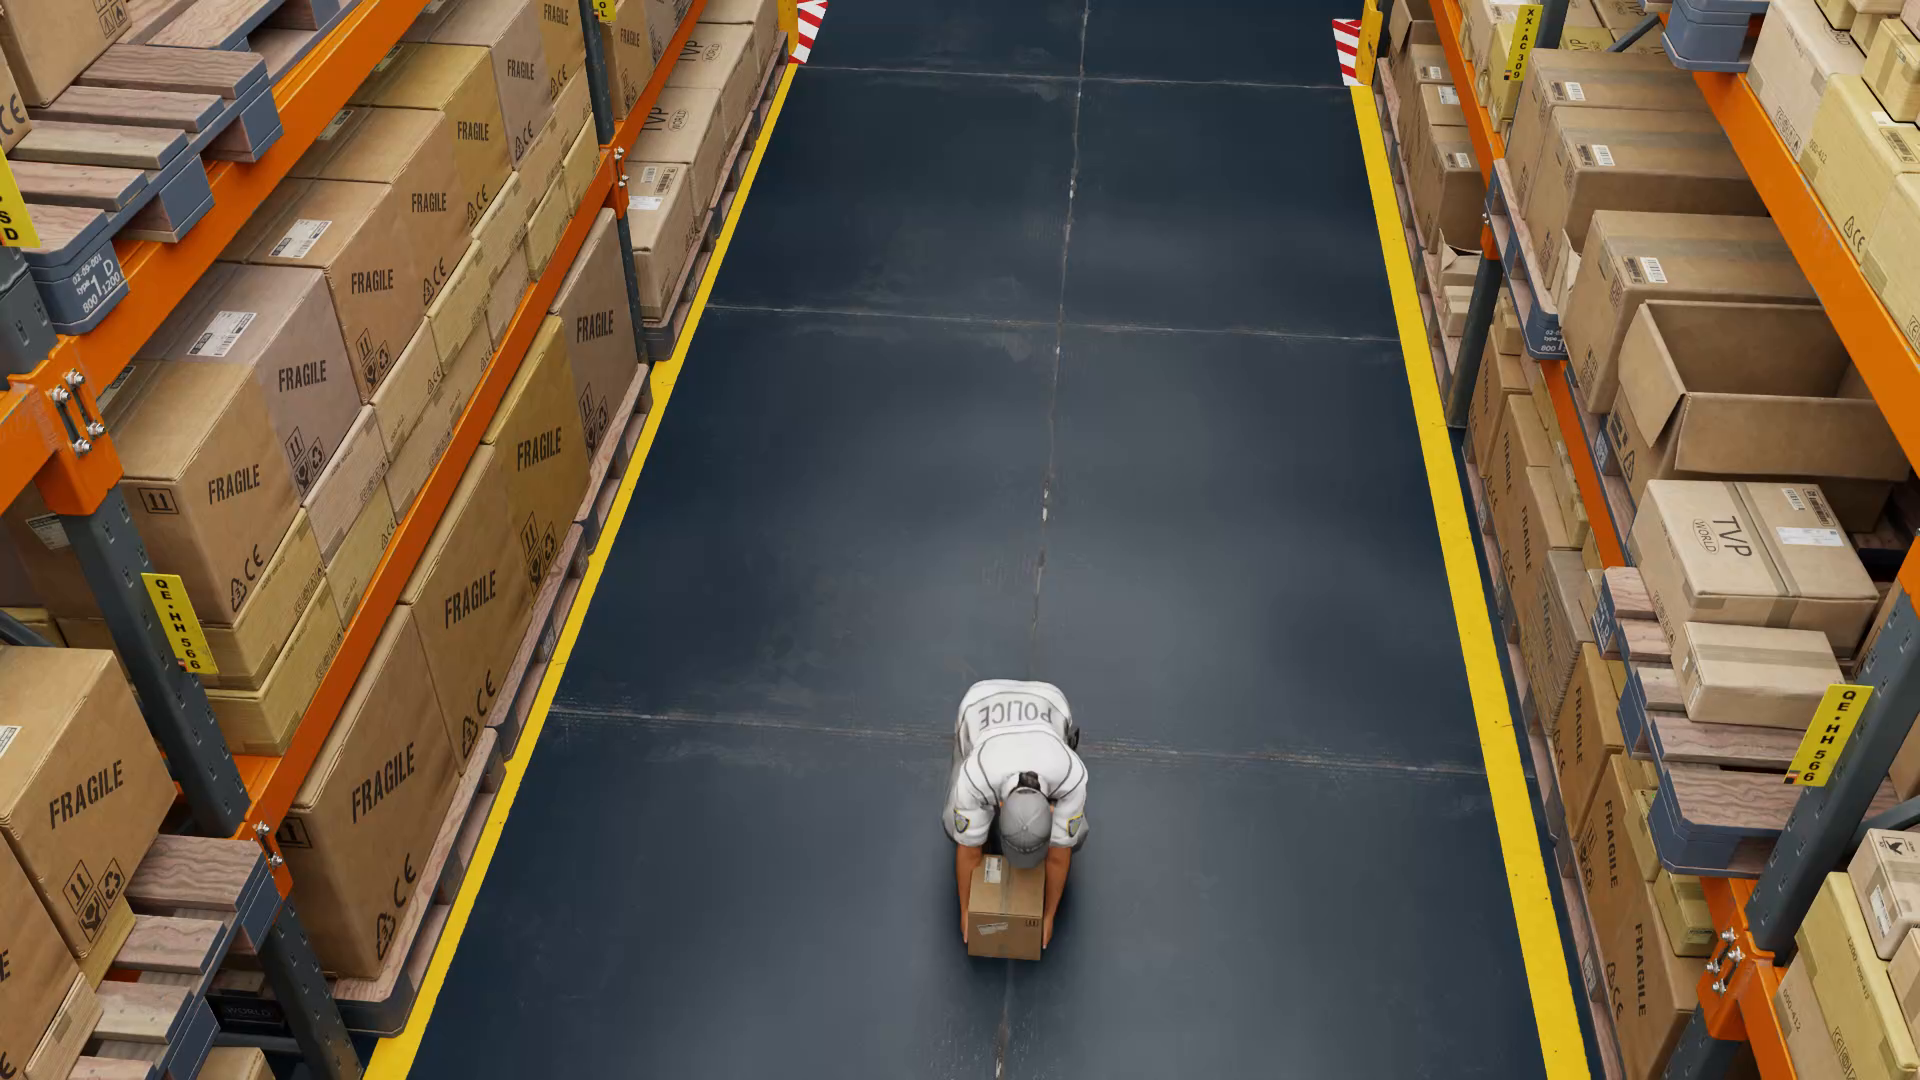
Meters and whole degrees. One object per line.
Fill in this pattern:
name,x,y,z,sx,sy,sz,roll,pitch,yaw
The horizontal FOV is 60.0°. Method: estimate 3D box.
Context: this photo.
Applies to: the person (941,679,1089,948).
person,0.198,0.920,5.840,0.518,0.818,0.871,3,40,3
